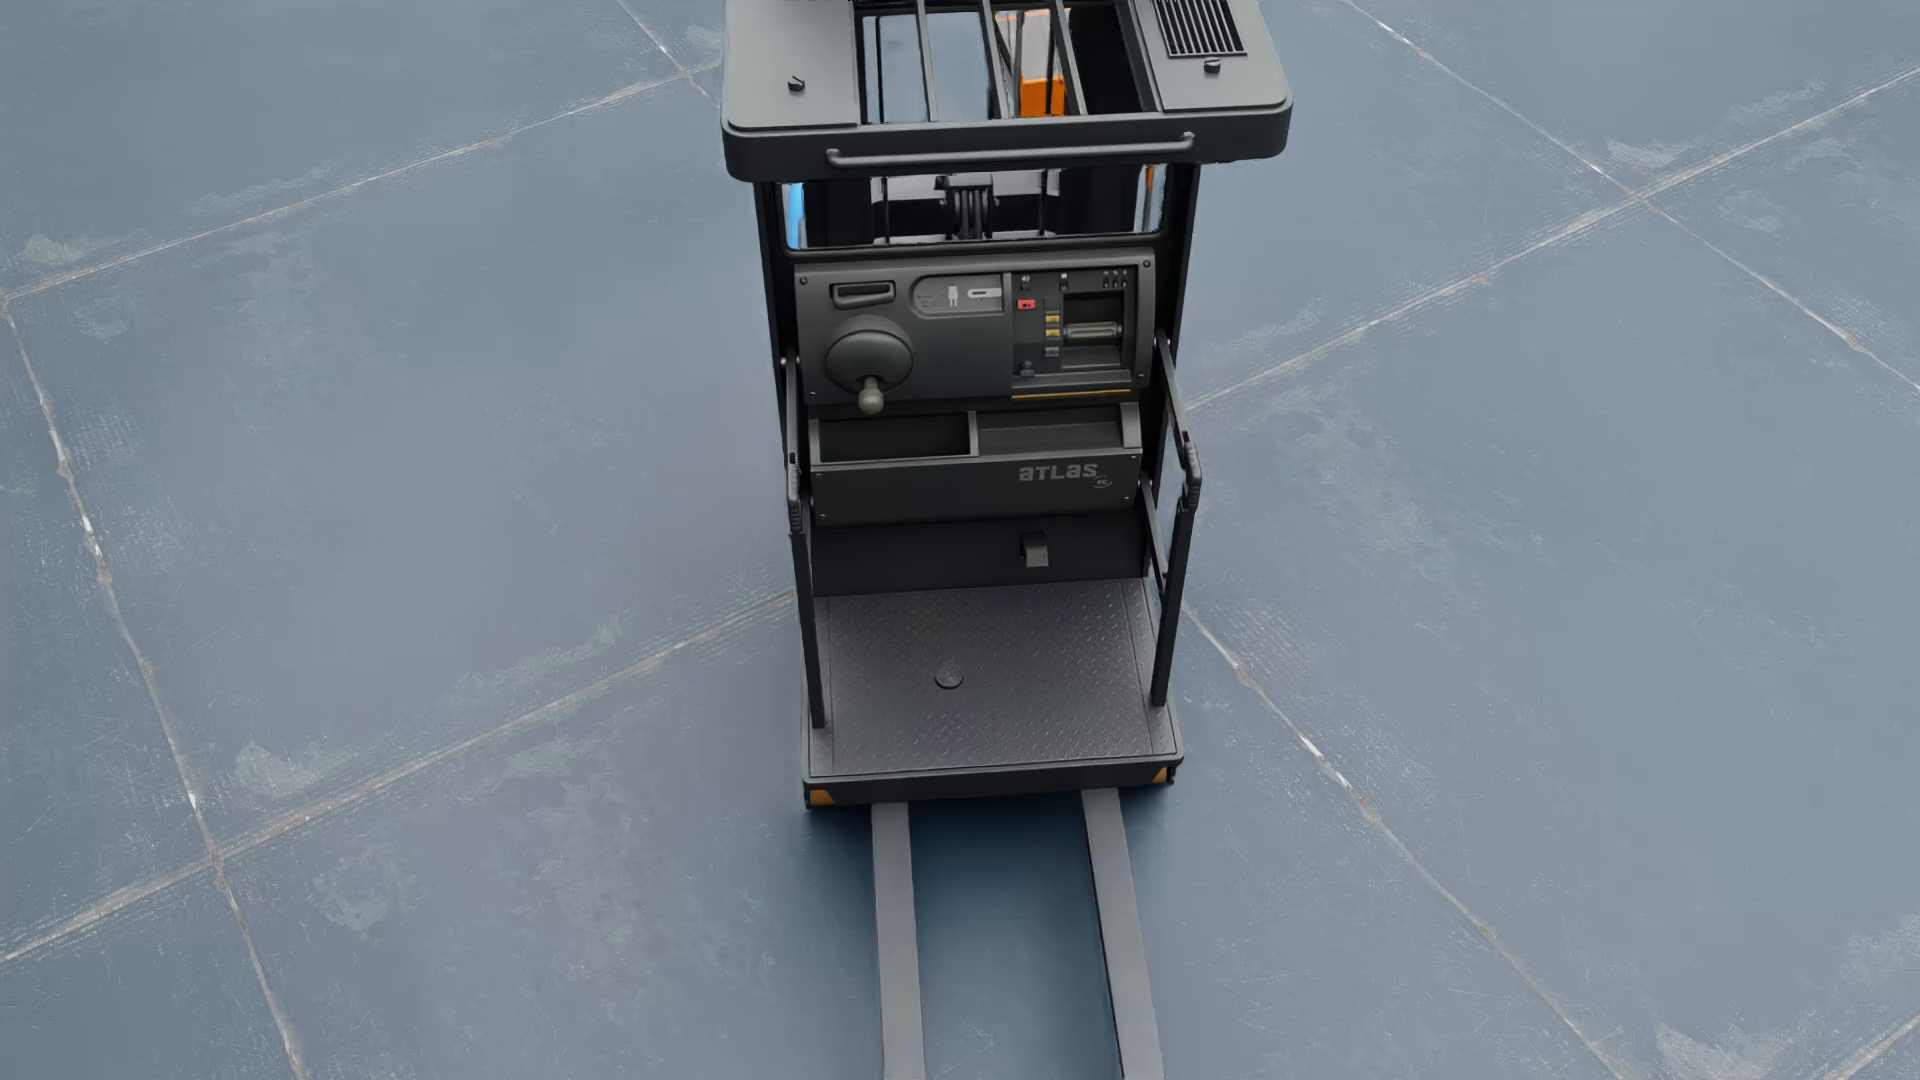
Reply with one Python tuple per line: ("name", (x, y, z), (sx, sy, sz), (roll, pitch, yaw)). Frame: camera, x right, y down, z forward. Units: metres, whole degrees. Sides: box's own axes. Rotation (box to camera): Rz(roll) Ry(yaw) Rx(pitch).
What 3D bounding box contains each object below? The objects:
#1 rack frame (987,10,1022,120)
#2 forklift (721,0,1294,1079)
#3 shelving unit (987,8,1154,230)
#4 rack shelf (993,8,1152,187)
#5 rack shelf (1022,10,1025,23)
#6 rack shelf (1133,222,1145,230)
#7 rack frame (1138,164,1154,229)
("rack frame", (0.145, -1.486, 5.667), (0.015, 2.100, 0.400), (-10, 49, -8))
("forklift", (0.062, -0.439, 4.179), (1.130, 2.935, 3.031), (-3, 48, -3))
("shelving unit", (0.384, -1.526, 5.703), (0.503, 2.100, 0.431), (-10, 49, -8))
("rack shelf", (0.384, -1.517, 5.713), (0.480, 0.518, 0.431), (-10, 49, -8))
("rack shelf", (0.383, -1.983, 5.190), (0.480, 0.518, 0.431), (-10, 49, -8))
("rack shelf", (0.384, -1.051, 6.235), (0.480, 0.518, 0.431), (-10, 49, -8))
("rack frame", (0.622, -1.566, 5.738), (0.015, 2.100, 0.400), (-10, 49, -8))
